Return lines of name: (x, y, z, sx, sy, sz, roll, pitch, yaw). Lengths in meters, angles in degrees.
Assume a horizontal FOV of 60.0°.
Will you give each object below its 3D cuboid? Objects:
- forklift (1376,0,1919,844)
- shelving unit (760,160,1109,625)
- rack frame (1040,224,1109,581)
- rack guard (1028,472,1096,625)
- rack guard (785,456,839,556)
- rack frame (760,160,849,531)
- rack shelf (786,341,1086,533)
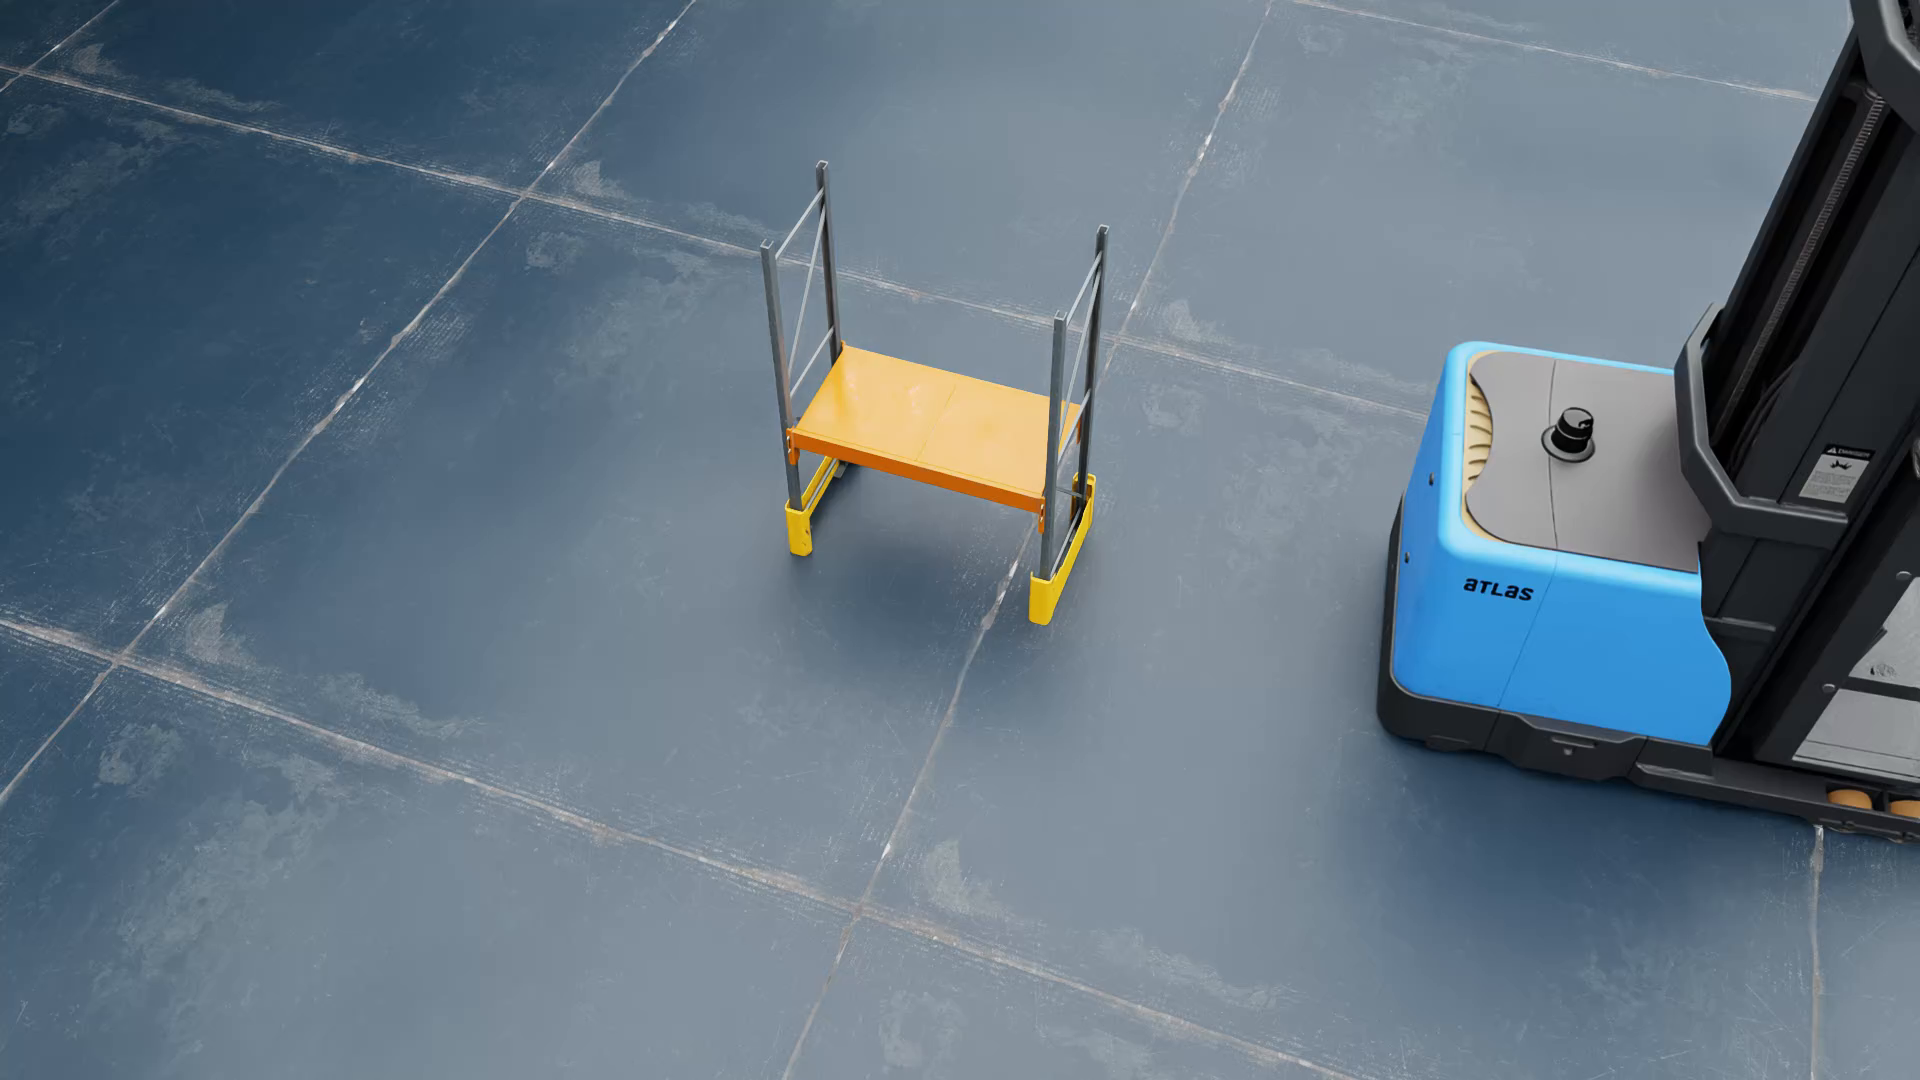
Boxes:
forklift: (3.072, -0.362, 4.991, 3.031, 2.935, 1.130, 10, 50, 8)
shelving unit: (-0.072, -0.511, 6.067, 1.083, 1.500, 0.587, 16, 51, 13)
rack frame: (0.397, -0.380, 5.954, 0.032, 1.500, 0.500, 16, 51, 13)
rack guard: (0.396, 0.029, 6.426, 0.087, 0.250, 0.587, 16, 51, 13)
rack guard: (-0.539, -0.232, 6.652, 0.087, 0.250, 0.587, 16, 51, 13)
rack frame: (-0.557, -0.647, 6.185, 0.032, 1.500, 0.500, 16, 51, 13)
rack shelf: (-0.080, -0.396, 6.205, 1.000, 0.185, 0.538, 16, 51, 13)
